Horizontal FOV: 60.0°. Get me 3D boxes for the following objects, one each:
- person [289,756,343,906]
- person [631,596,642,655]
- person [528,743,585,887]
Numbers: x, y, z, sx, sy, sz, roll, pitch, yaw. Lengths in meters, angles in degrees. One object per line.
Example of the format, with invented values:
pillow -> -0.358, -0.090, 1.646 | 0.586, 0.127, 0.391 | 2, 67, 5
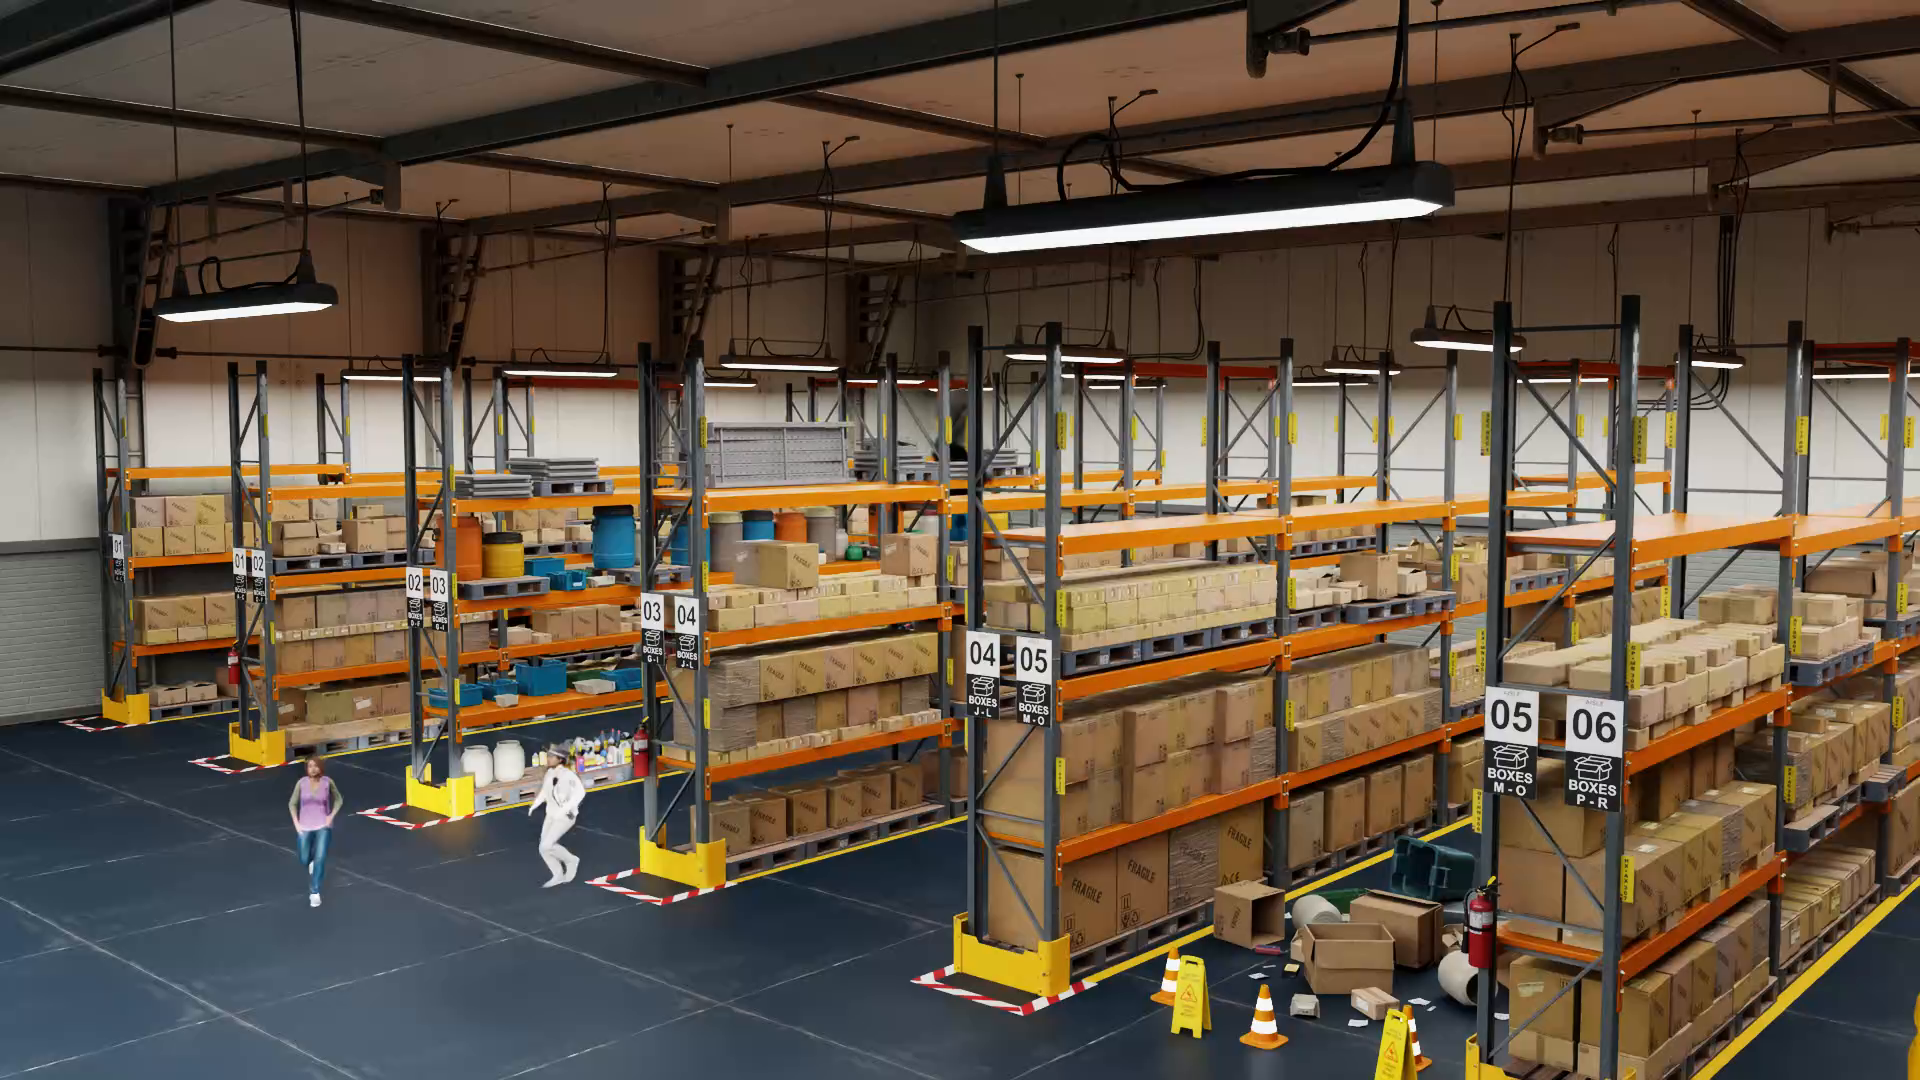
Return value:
person -> -6.919, 3.091, 17.873 | 0.543, 1.559, 0.677 | -1, 4, -12
person -> -6.227, 1.945, 32.522 | 0.546, 1.725, 0.759 | 4, 6, 43
person -> -4.434, 3.041, 18.200 | 0.712, 1.656, 0.513 | 4, 5, 40
